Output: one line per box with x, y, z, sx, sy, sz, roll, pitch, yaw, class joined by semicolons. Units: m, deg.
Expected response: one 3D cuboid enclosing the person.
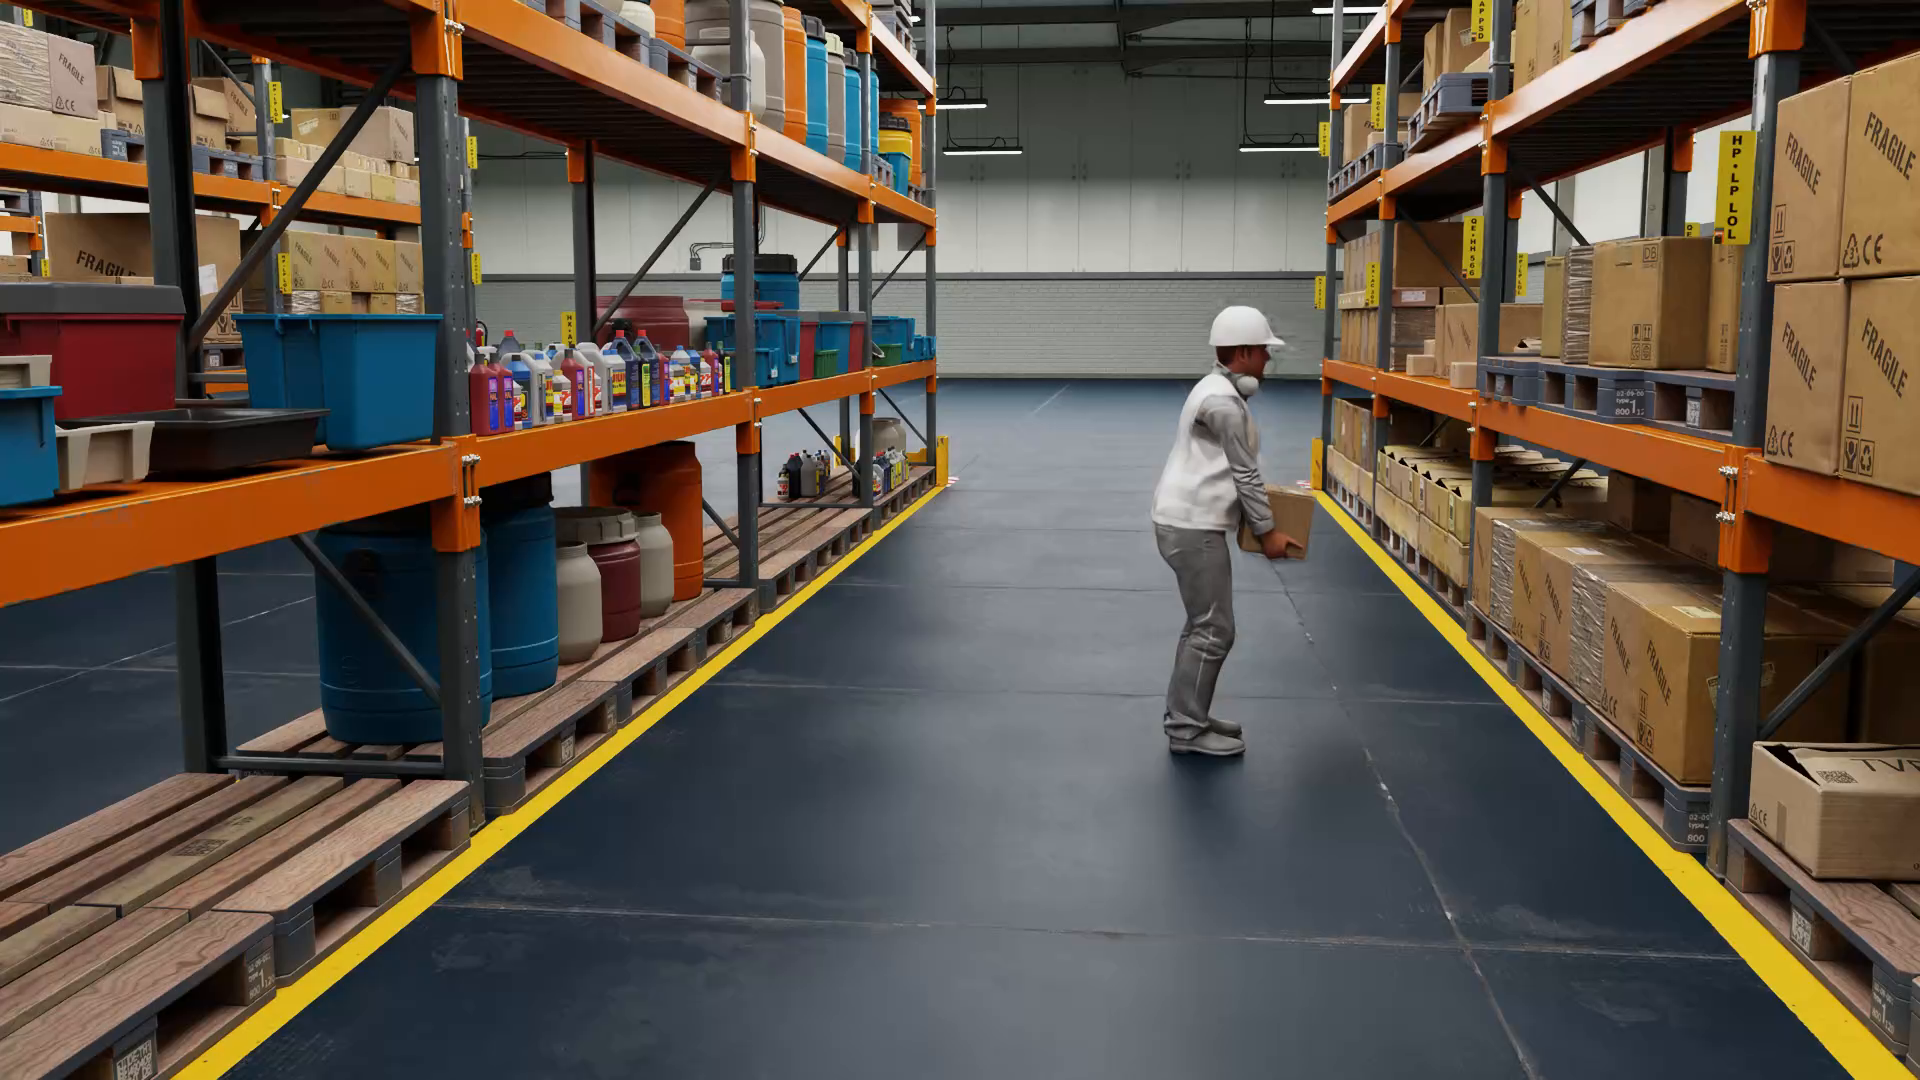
1.052;-0.044;6.608;0.582;1.756;0.484;1;8;5;person
